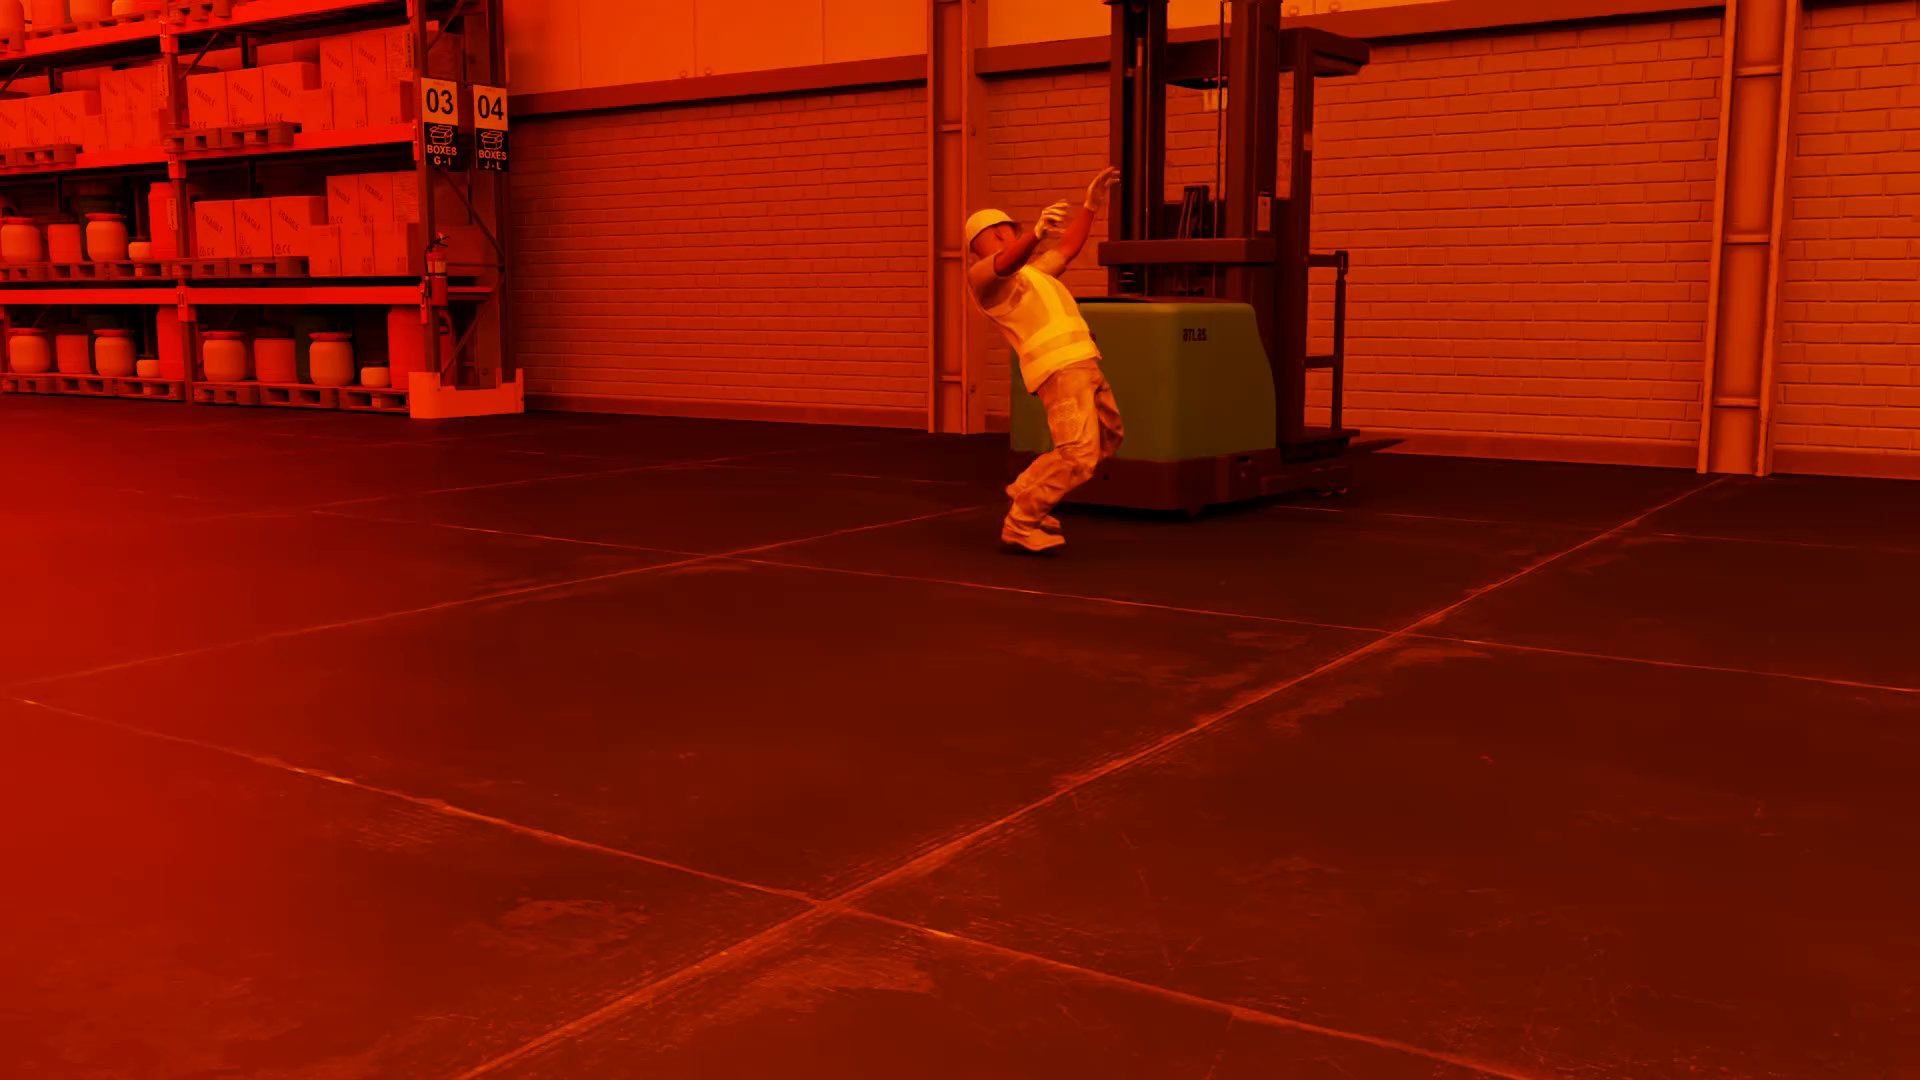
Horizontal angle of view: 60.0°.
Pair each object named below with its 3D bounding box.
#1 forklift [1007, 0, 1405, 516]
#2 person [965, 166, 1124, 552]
[{"bbox_3d":[1.575,-1.728,9.345,1.130,2.935,3.031,7,10,39],"label":"forklift"},{"bbox_3d":[0.301,-0.781,7.101,0.690,1.649,1.077,2,8,14],"label":"person"}]
